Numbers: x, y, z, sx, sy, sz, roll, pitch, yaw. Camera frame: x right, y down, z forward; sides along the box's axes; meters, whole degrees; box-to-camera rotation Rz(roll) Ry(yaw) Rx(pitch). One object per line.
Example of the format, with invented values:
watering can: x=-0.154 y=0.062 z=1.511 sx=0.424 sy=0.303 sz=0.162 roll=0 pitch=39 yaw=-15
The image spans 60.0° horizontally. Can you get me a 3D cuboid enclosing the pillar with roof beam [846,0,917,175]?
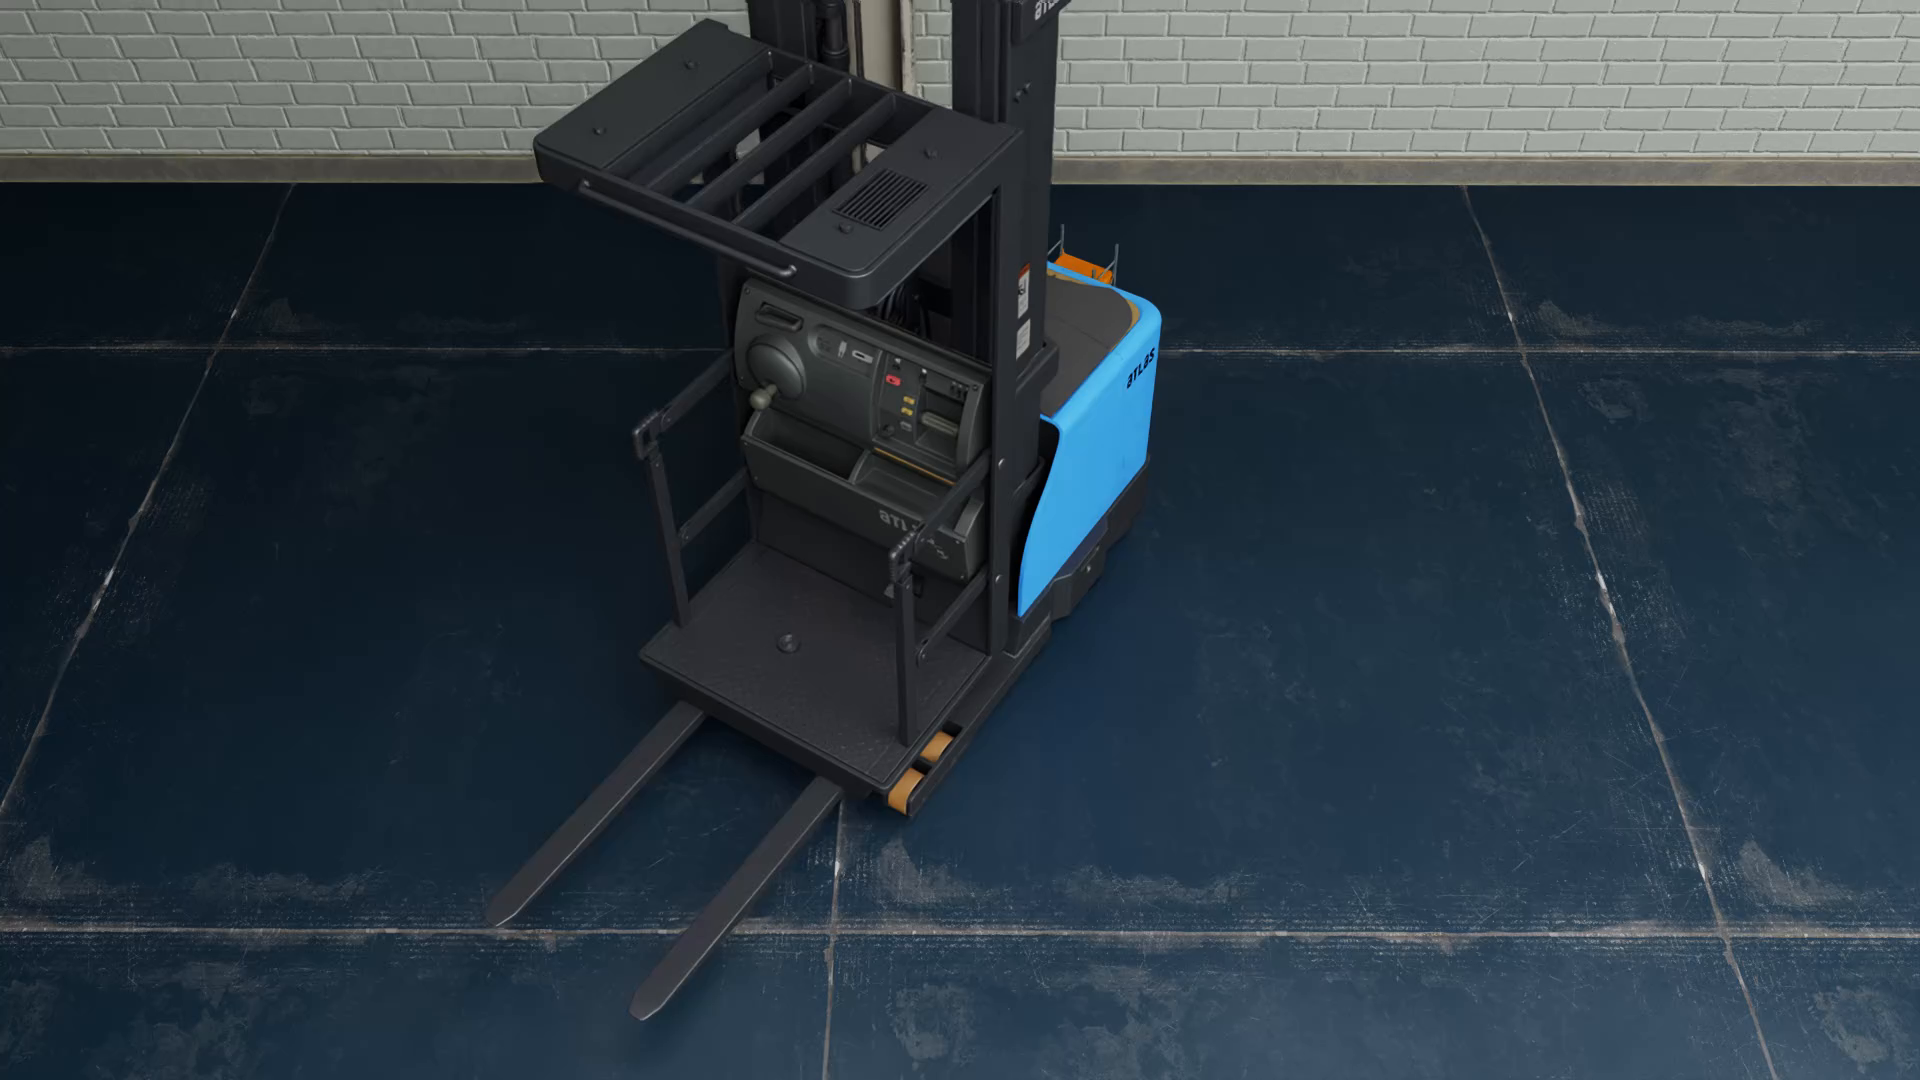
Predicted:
pillar with roof beam: x=-0.428 y=-1.656 z=2.225 sx=0.400 sy=9.000 sz=9.100 roll=0 pitch=47 yaw=0

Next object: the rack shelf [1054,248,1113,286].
rack shelf: x=0.458 y=-0.967 z=6.641 sx=0.240 sy=0.259 sz=0.215 roll=25 pitch=52 yaw=22

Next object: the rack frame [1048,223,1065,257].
rack frame: x=0.355 y=-0.829 z=6.885 sx=0.008 sy=1.050 sz=0.200 roll=25 pitch=52 yaw=22

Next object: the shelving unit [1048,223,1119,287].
shelving unit: x=0.458 y=-0.781 z=6.840 sx=0.252 sy=1.050 sz=0.215 roll=25 pitch=52 yaw=22

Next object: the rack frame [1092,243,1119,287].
rack frame: x=0.561 y=-0.733 z=6.795 sx=0.008 sy=1.050 sz=0.200 roll=25 pitch=52 yaw=22

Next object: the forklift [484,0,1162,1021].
forklift: x=-0.450 y=-0.423 z=5.222 sx=1.130 sy=2.935 sz=3.031 roll=25 pitch=52 yaw=22
